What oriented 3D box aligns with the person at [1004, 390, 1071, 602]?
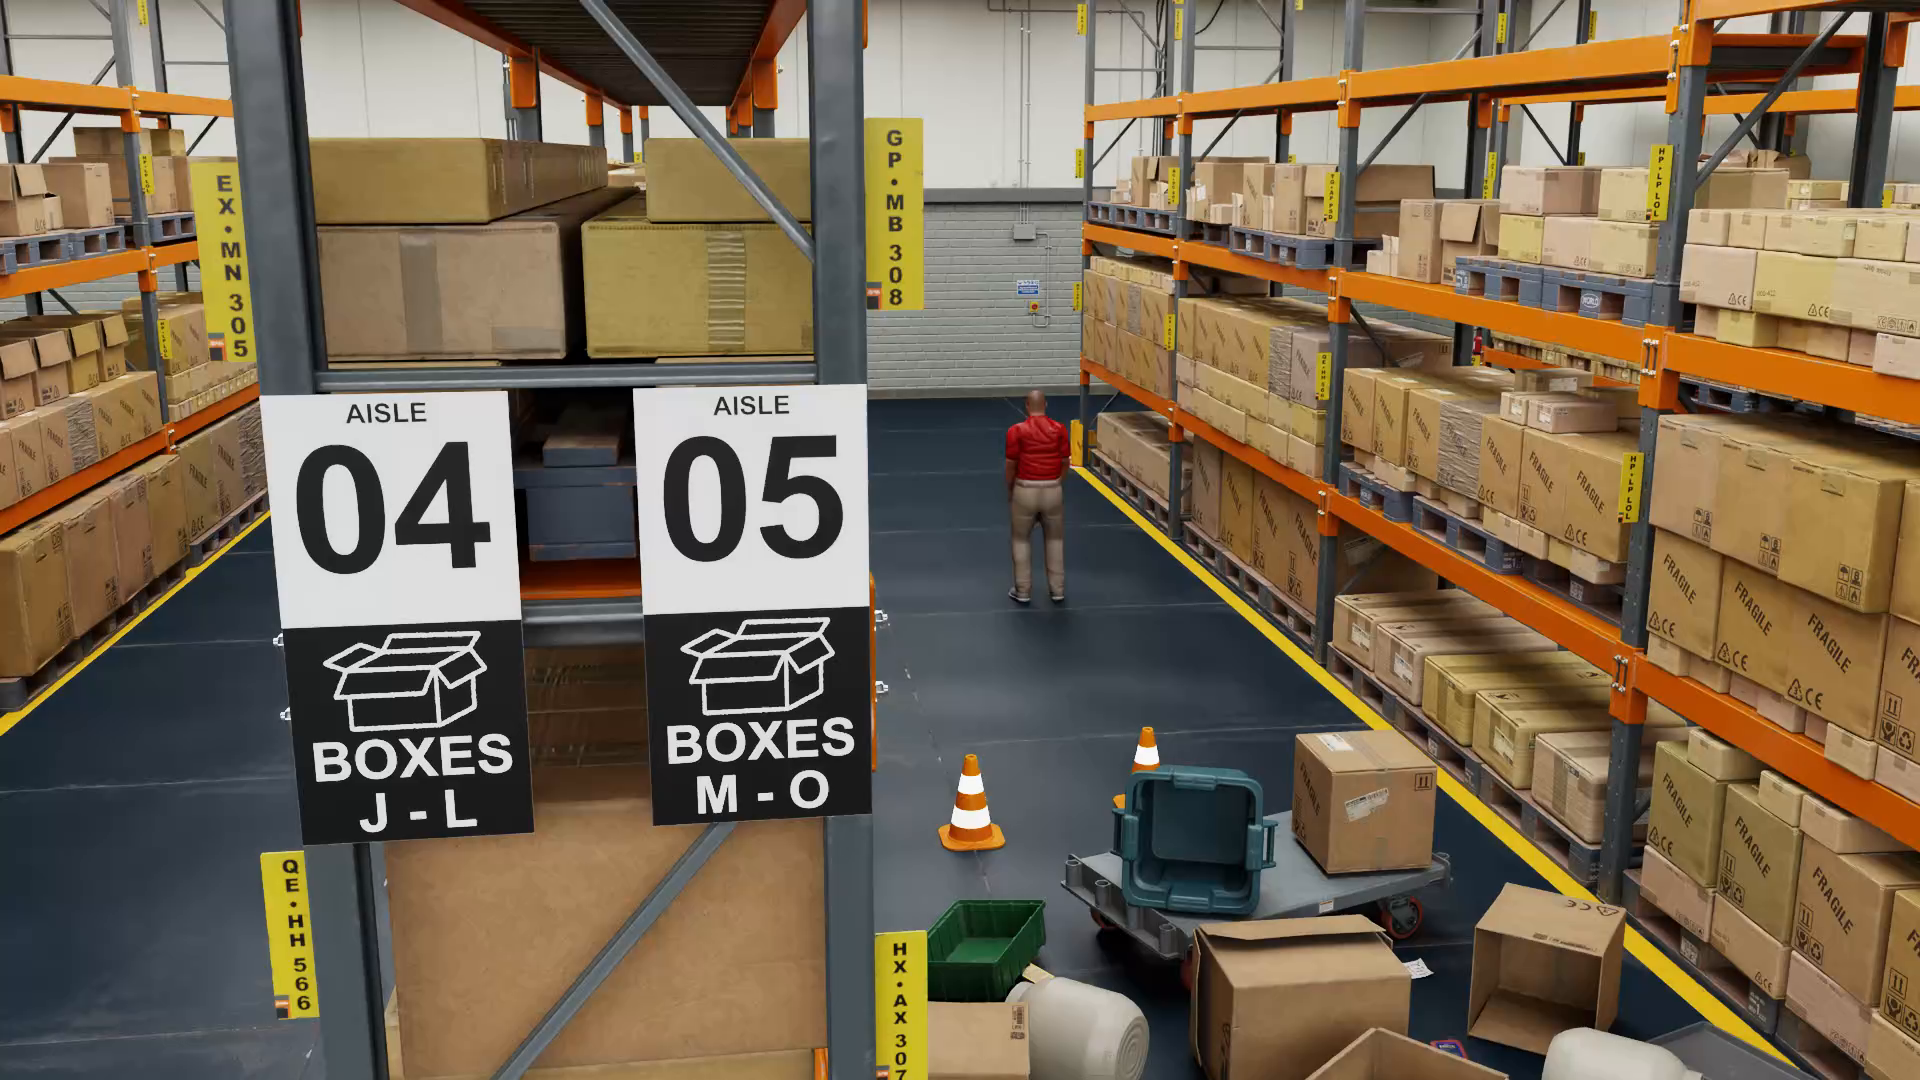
[{"bbox_3d":[0.623,-0.361,13.558,0.547,1.733,0.405,-2,13,-9],"label":"person"}]
